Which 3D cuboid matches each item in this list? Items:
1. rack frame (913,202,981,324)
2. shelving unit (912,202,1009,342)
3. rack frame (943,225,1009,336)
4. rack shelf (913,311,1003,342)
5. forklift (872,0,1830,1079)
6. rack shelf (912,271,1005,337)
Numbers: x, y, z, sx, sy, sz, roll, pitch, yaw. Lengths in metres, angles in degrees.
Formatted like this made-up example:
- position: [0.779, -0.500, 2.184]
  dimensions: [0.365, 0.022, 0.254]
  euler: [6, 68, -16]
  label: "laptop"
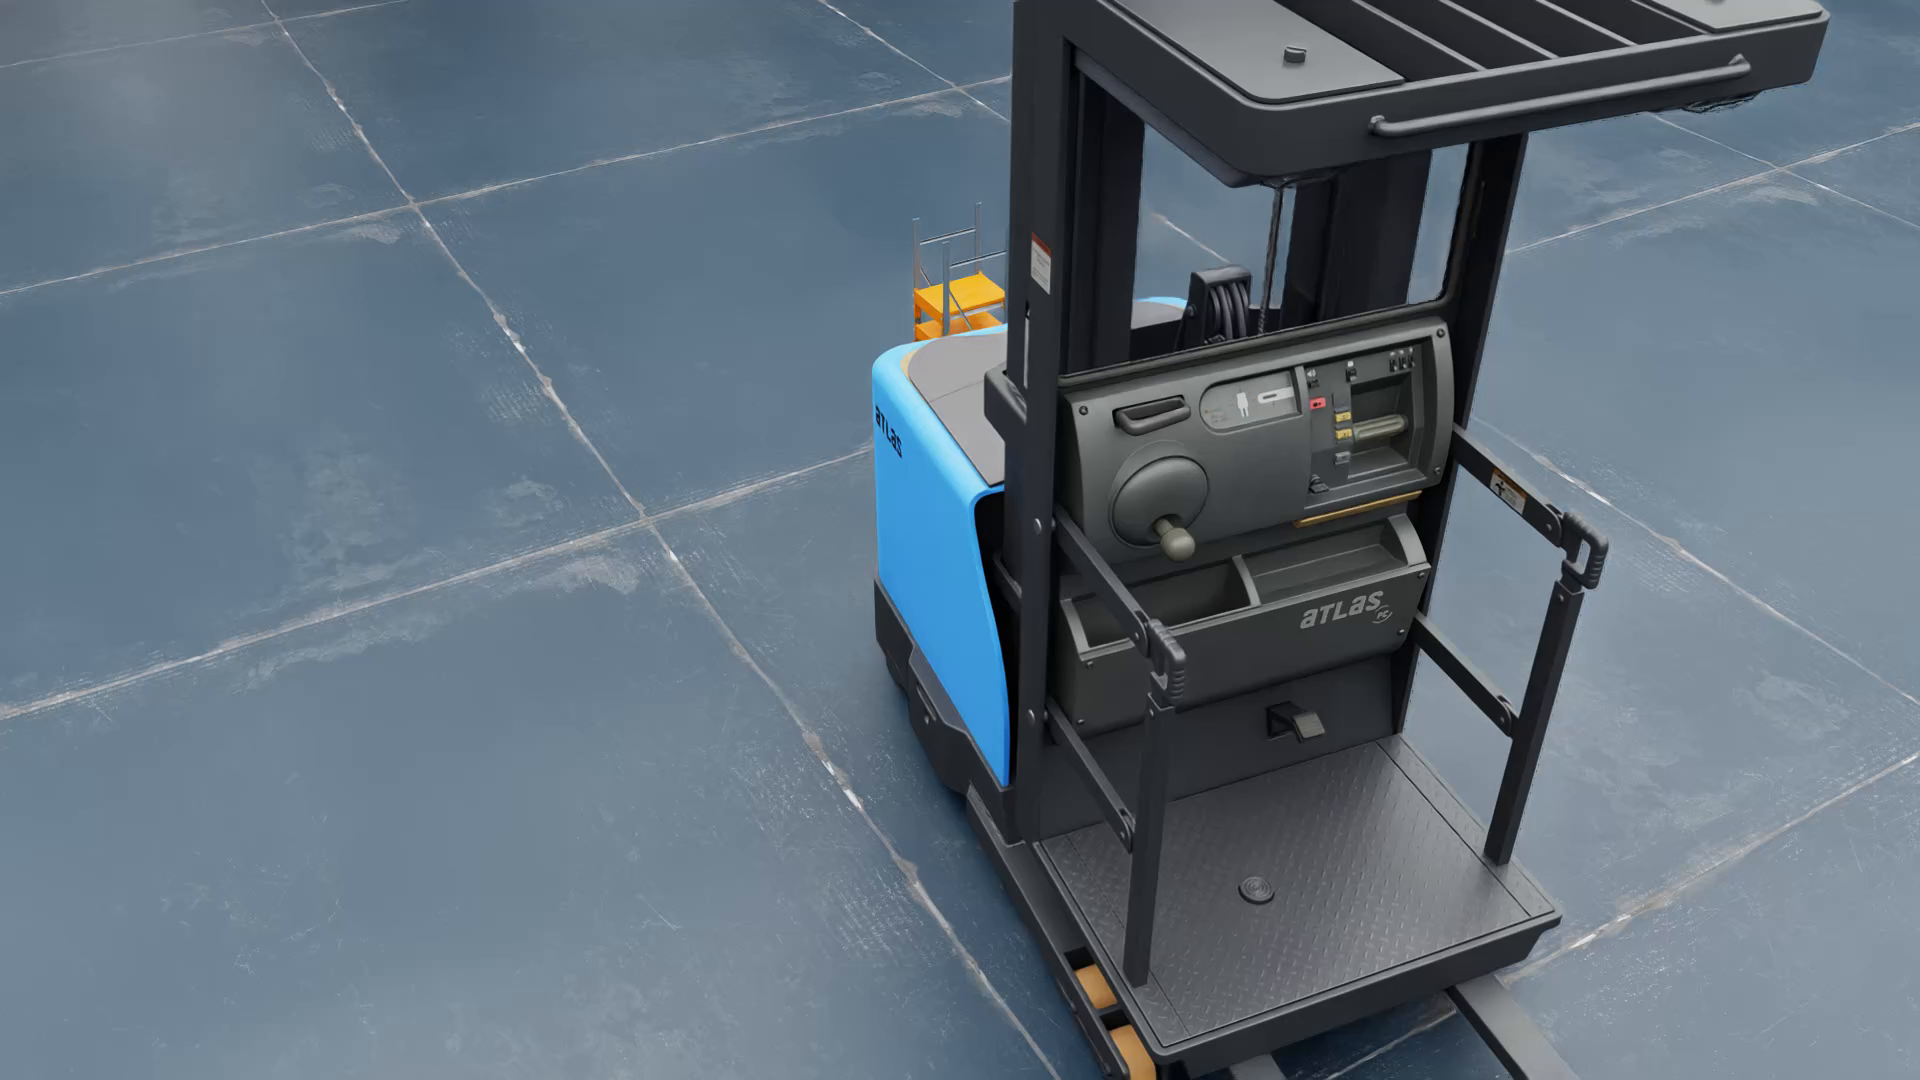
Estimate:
- position: [-0.039, -0.524, 5.450]
  dimensions: [0.240, 1.200, 0.006]
  euler: [-19, 40, -24]
  label: "rack frame"
- position: [0.007, -0.477, 5.386]
  dimensions: [0.258, 1.200, 0.189]
  euler: [-19, 40, -24]
  label: "shelving unit"
- position: [0.053, -0.430, 5.322]
  dimensions: [0.240, 1.200, 0.006]
  euler: [-19, 40, -24]
  label: "rack frame"
- position: [0.007, -0.635, 5.271]
  dimensions: [0.258, 0.103, 0.180]
  euler: [-19, 40, -24]
  label: "rack shelf"
- position: [0.756, -0.152, 3.473]
  dimensions: [1.130, 2.935, 3.031]
  euler: [-13, 38, -18]
  label: "forklift"
- position: [0.007, -0.732, 5.200]
  dimensions: [0.258, 0.103, 0.180]
  euler: [-19, 40, -24]
  label: "rack shelf"
